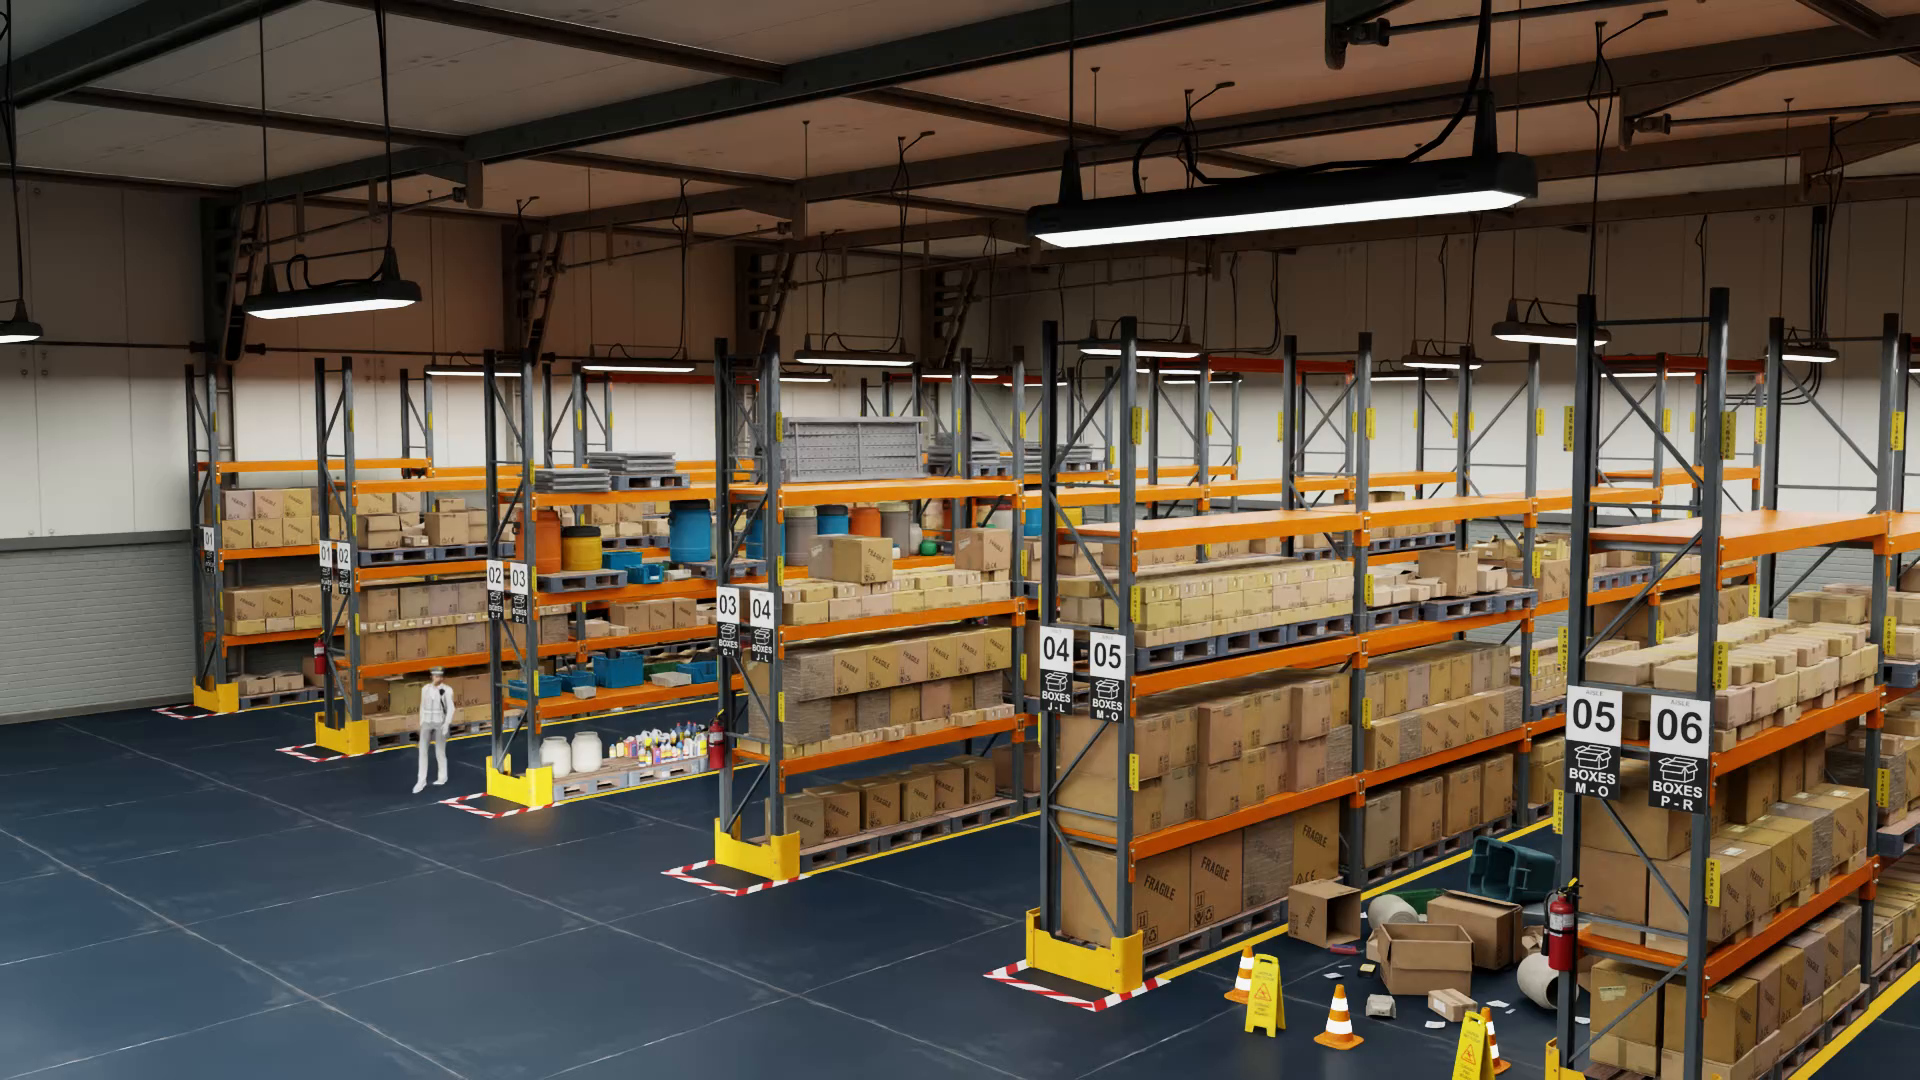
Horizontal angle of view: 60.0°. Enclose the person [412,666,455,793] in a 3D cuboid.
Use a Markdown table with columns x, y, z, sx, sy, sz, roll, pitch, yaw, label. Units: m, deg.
| x | y | z | sx | sy | sz | roll | pitch | yaw | label |
| --- | --- | --- | --- | --- | --- | --- | --- | --- | --- |
| -7.249 | 2.587 | 22.907 | 0.510 | 1.675 | 0.689 | 0 | 4 | -2 | person |
